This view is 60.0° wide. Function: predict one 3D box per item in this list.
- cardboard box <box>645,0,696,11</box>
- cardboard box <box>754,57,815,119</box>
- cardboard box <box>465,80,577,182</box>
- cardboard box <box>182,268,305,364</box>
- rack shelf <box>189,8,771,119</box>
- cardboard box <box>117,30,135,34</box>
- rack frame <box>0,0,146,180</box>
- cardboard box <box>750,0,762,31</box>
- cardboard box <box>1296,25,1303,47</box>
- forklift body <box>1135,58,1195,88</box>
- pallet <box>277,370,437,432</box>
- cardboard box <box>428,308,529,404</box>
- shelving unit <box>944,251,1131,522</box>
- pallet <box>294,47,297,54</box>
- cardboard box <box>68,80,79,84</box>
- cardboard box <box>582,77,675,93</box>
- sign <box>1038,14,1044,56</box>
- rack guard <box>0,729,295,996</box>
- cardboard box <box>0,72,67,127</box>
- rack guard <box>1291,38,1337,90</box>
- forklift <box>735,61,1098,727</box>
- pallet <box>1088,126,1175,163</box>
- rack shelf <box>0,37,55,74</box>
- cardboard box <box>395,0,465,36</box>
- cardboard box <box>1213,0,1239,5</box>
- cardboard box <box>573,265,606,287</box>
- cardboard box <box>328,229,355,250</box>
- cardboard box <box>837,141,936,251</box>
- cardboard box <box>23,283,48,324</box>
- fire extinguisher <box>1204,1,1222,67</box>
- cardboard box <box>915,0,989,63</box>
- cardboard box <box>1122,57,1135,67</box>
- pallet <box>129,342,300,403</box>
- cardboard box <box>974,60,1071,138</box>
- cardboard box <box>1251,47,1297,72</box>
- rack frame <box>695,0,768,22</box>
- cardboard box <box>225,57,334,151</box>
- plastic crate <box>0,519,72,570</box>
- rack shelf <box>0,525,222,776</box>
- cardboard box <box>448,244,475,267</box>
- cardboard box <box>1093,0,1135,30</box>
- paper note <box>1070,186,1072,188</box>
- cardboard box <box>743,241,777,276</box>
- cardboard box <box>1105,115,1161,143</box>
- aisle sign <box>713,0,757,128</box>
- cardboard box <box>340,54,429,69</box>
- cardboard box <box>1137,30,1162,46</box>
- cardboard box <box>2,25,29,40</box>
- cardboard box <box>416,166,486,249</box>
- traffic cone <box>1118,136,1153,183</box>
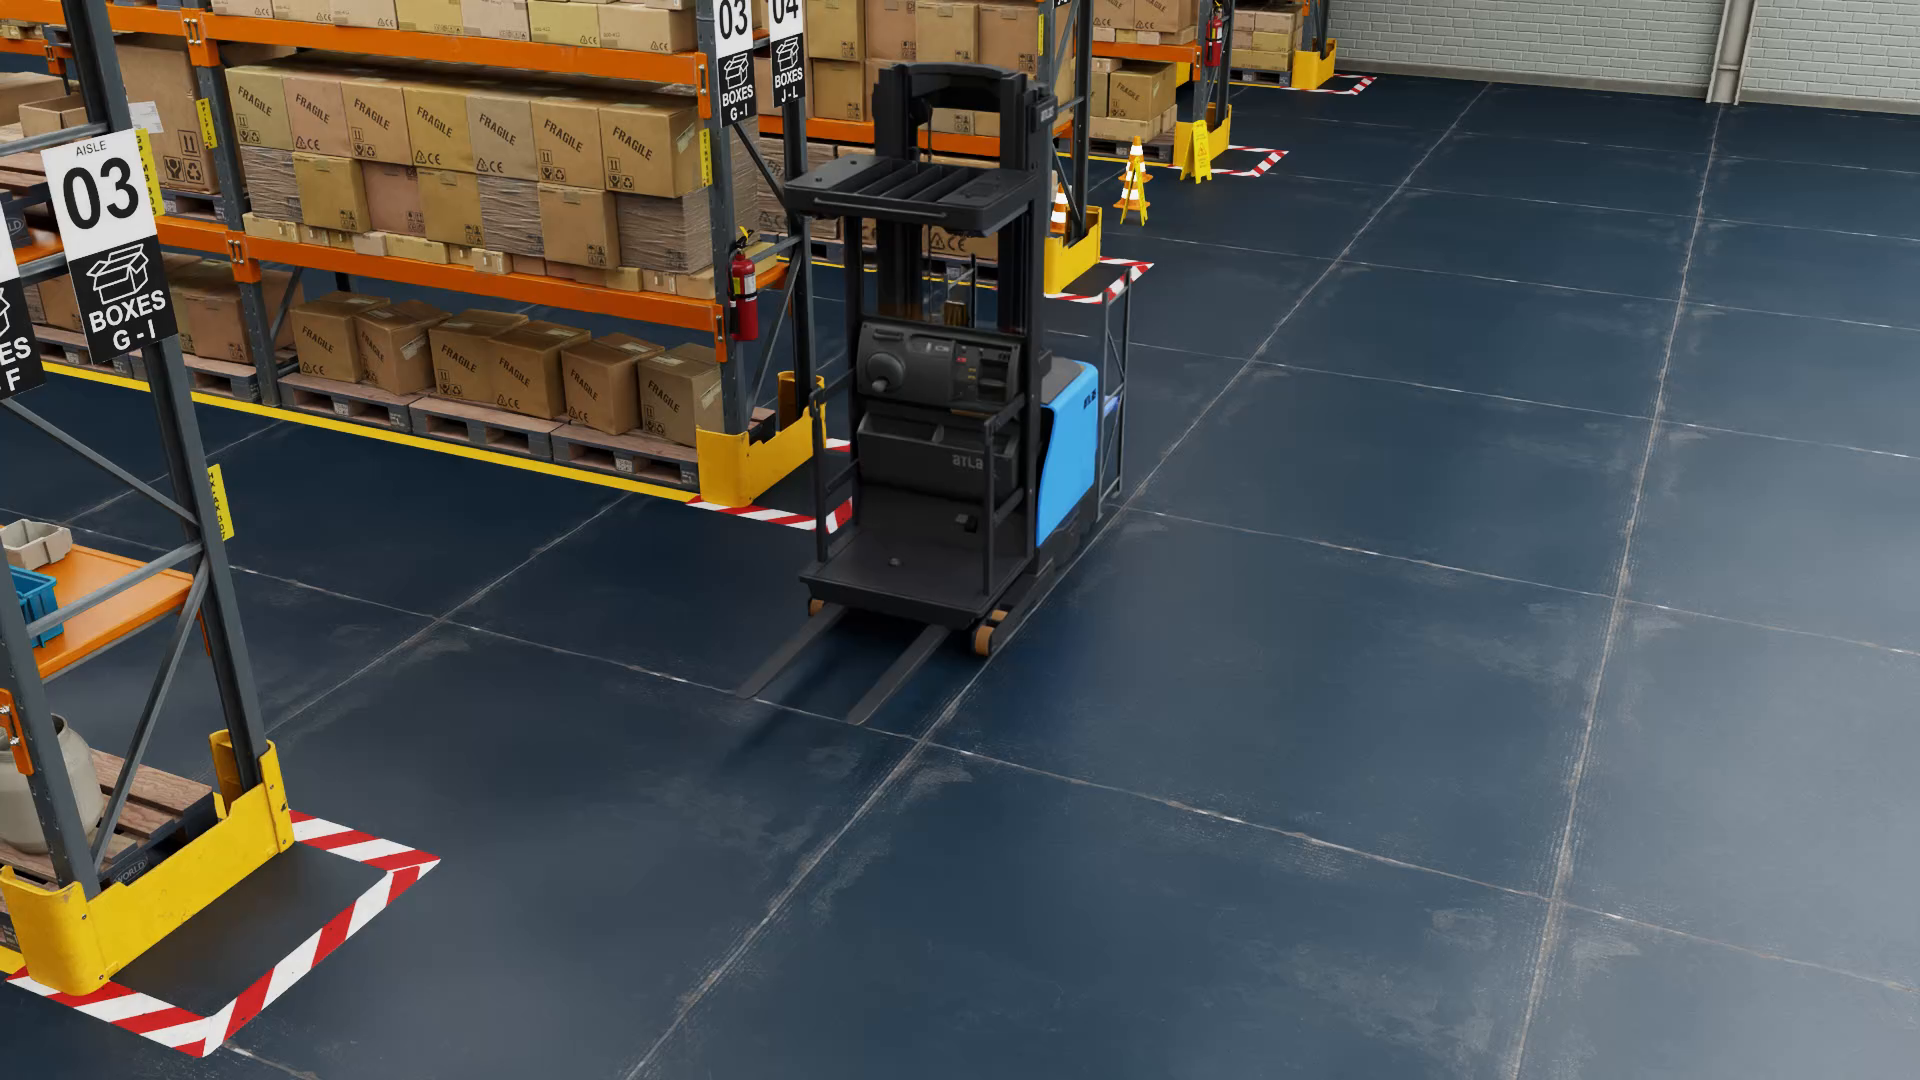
[{"bbox_3d":[-1.619,-3.176,9.626,0.250,0.149,0.380,11,28,22],"label":"cardboard box"},{"bbox_3d":[-1.440,-4.267,15.352,0.550,0.550,0.875,11,28,22],"label":"cardboard box"},{"bbox_3d":[-2.752,-2.603,10.558,0.500,0.500,0.500,11,28,22],"label":"cardboard box"},{"bbox_3d":[-5.429,-1.721,12.682,0.500,0.500,0.700,9,28,18],"label":"cardboard box"},{"bbox_3d":[-3.058,-3.182,10.735,4.000,0.370,1.077,11,28,22],"label":"rack shelf"},{"bbox_3d":[-8.907,-5.593,18.024,0.250,0.149,0.380,10,28,20],"label":"cardboard box"},{"bbox_3d":[-3.288,-2.493,5.126,0.127,3.000,1.000,11,28,22],"label":"rack frame"},{"bbox_3d":[-1.569,-3.263,10.256,0.500,0.250,0.500,12,29,23],"label":"cardboard box"},{"bbox_3d":[4.574,-7.123,23.393,0.500,0.250,0.500,12,29,23],"label":"cardboard box"},{"bbox_3d":[2.435,-7.007,22.046,1.214,2.155,2.313,11,28,22],"label":"forklift body"},{"bbox_3d":[-4.253,-1.165,12.377,1.213,0.211,1.003,11,28,22],"label":"pallet"},{"bbox_3d":[-3.409,-1.318,11.886,0.500,0.500,0.500,9,28,17],"label":"cardboard box"},{"bbox_3d":[0.478,-0.978,10.538,1.048,1.500,0.538,10,28,20],"label":"shelving unit"},{"bbox_3d":[-7.067,-5.233,17.700,1.003,0.211,1.213,11,28,22],"label":"pallet"},{"bbox_3d":[-10.721,-5.386,19.872,0.250,0.149,0.380,11,28,21],"label":"cardboard box"},{"bbox_3d":[-2.077,-2.724,10.805,0.500,0.500,0.500,11,28,22],"label":"cardboard box"},{"bbox_3d":[0.671,-4.179,13.763,0.005,0.325,0.100,11,28,22],"label":"sign"},{"bbox_3d":[-3.376,1.325,6.993,0.348,0.500,1.175,11,28,22],"label":"rack guard"},{"bbox_3d":[-7.462,-3.344,13.058,0.500,0.500,0.700,16,30,29],"label":"cardboard box"},{"bbox_3d":[4.938,-6.648,23.187,0.348,0.500,1.175,11,28,22],"label":"rack guard"},{"bbox_3d":[-0.203,-0.900,8.760,1.130,2.935,3.031,11,28,21],"label":"forklift"},{"bbox_3d":[2.071,-4.703,19.564,1.213,0.211,1.003,11,28,22],"label":"pallet"},{"bbox_3d":[-11.836,-6.006,19.867,4.000,0.370,1.077,11,28,22],"label":"rack shelf"},{"bbox_3d":[-3.160,-3.334,10.401,0.500,0.250,0.500,11,28,21],"label":"cardboard box"},{"bbox_3d":[3.650,-7.527,23.648,0.500,0.250,0.500,11,28,21],"label":"cardboard box"},{"bbox_3d":[-2.280,-1.772,10.738,0.250,0.149,0.380,11,28,22],"label":"cardboard box"},{"bbox_3d":[-4.115,-2.124,11.452,0.250,0.149,0.380,11,28,22],"label":"cardboard box"},{"bbox_3d":[-0.539,-3.261,15.408,0.875,0.875,0.875,11,28,21],"label":"cardboard box"},{"bbox_3d":[-7.391,-2.121,13.494,0.500,0.500,0.700,9,28,18],"label":"cardboard box"},{"bbox_3d":[2.778,-5.537,18.187,0.183,0.674,0.296,11,28,22],"label":"fire extinguisher"},{"bbox_3d":[0.047,-4.467,14.536,0.550,0.550,0.875,11,28,22],"label":"cardboard box"},{"bbox_3d":[1.745,-5.425,19.662,0.500,0.500,0.500,10,28,20],"label":"cardboard box"},{"bbox_3d":[-5.588,-1.415,12.885,1.213,0.211,1.003,11,28,22],"label":"pallet"},{"bbox_3d":[0.551,-3.886,14.577,0.550,0.550,0.875,11,28,22],"label":"cardboard box"},{"bbox_3d":[4.358,-6.688,23.075,0.500,0.250,0.500,12,28,22],"label":"cardboard box"},{"bbox_3d":[-1.237,-4.484,9.171,0.127,3.000,1.000,11,28,22],"label":"rack frame"},{"bbox_3d":[-4.574,-2.967,11.298,0.500,0.500,0.500,11,28,22],"label":"cardboard box"},{"bbox_3d":[-3.969,0.024,7.104,0.250,0.136,0.298,11,28,22],"label":"plastic crate"},{"bbox_3d":[-5.108,0.156,7.352,4.000,0.370,1.077,11,28,22],"label":"rack shelf"},{"bbox_3d":[-3.190,-1.955,11.109,0.250,0.149,0.380,11,28,22],"label":"cardboard box"},{"bbox_3d":[1.803,-6.038,18.668,0.500,0.500,0.500,11,28,22],"label":"cardboard box"},{"bbox_3d":[1.180,-3.818,17.970,0.142,0.019,0.148,2,26,4],"label":"paper note"},{"bbox_3d":[-1.398,-1.828,10.852,0.250,0.149,0.380,11,28,22],"label":"cardboard box"},{"bbox_3d":[1.996,-4.776,19.193,0.500,0.250,0.500,11,28,22],"label":"cardboard box"},{"bbox_3d":[-1.305,-2.827,9.653,0.004,0.787,0.394,11,28,22],"label":"aisle sign"},{"bbox_3d":[-3.899,-3.089,11.546,0.500,0.500,0.500,11,28,22],"label":"cardboard box"},{"bbox_3d":[2.159,-5.649,18.612,0.250,0.149,0.380,11,28,21],"label":"cardboard box"},{"bbox_3d":[-10.652,-5.812,18.942,0.250,0.149,0.380,11,28,20],"label":"cardboard box"},{"bbox_3d":[-3.119,-2.331,11.138,0.500,0.500,0.875,11,28,22],"label":"cardboard box"},{"bbox_3d":[1.939,-4.199,18.256,0.334,0.463,0.336,11,28,22],"label":"traffic cone"}]
